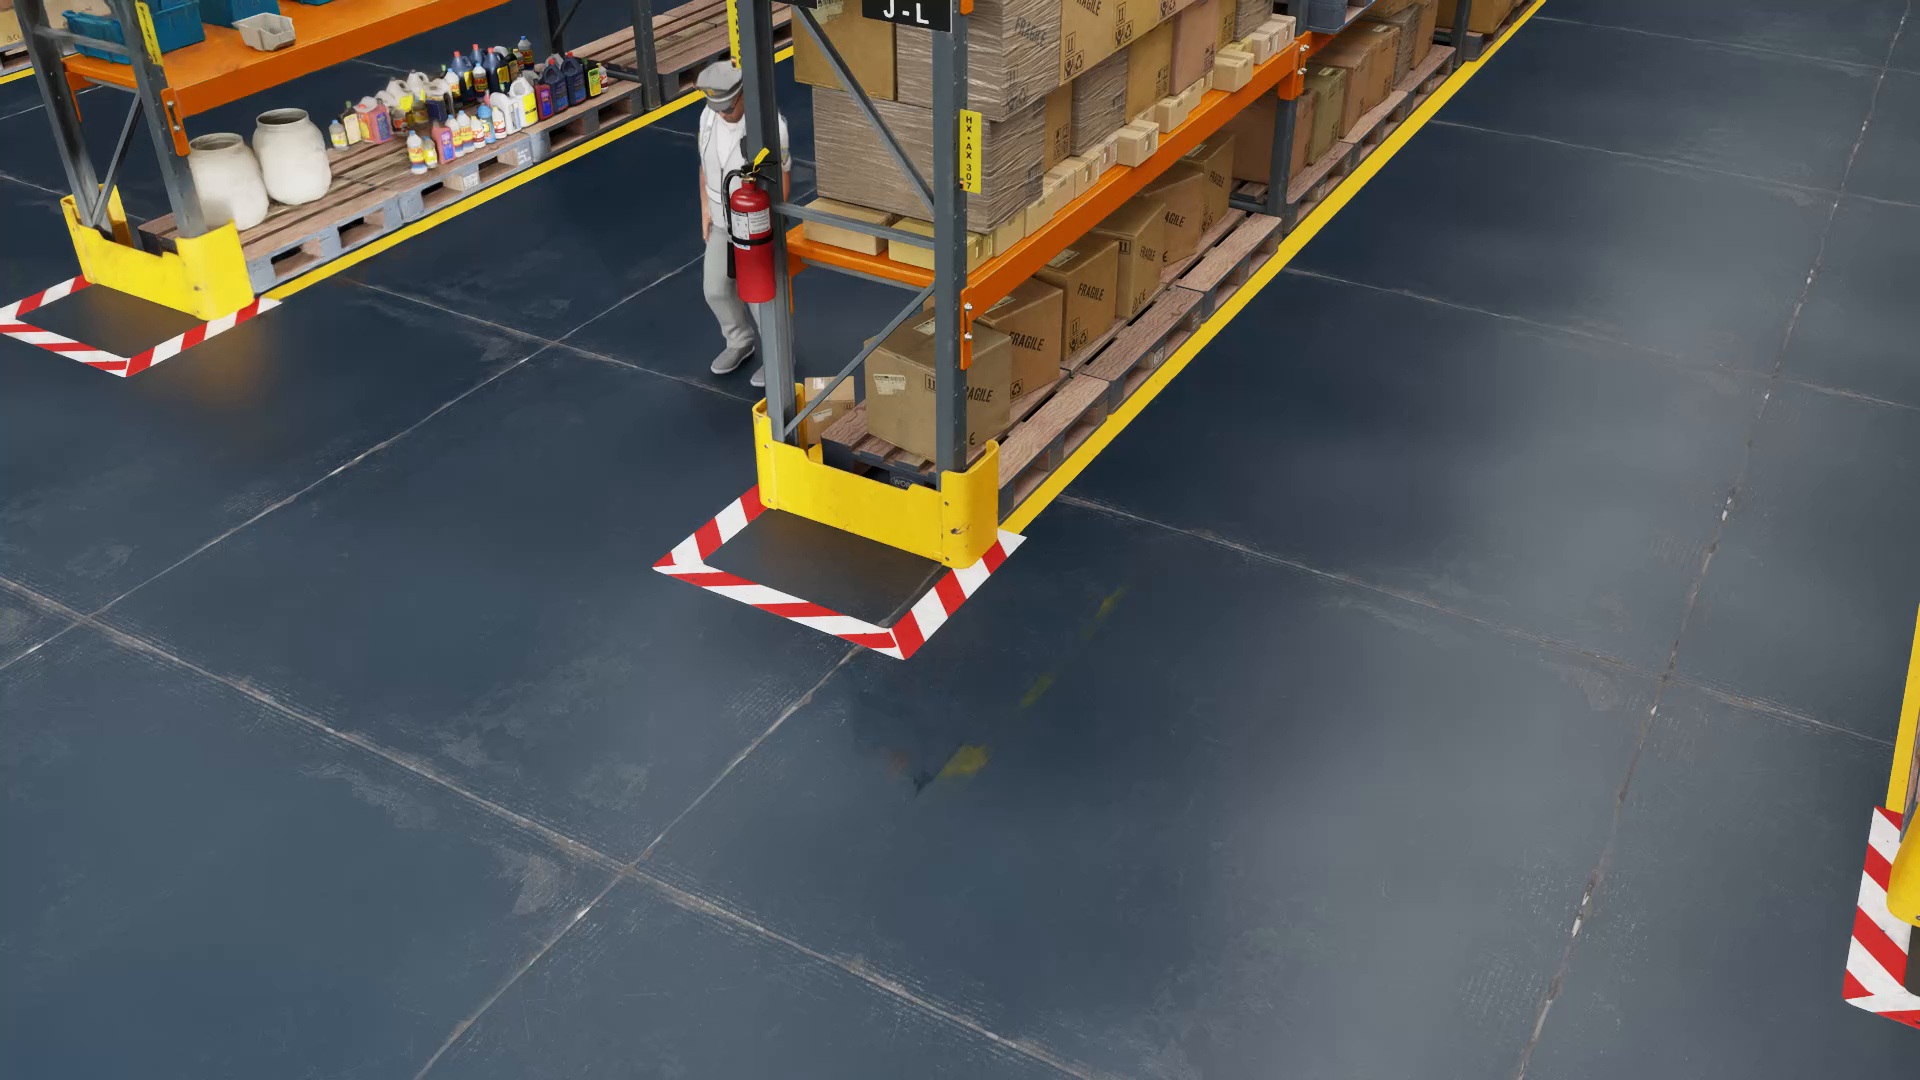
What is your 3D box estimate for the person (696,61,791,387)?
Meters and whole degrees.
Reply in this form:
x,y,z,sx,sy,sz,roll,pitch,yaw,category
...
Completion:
x,y,z,sx,sy,sz,roll,pitch,yaw,category
-1.102,-1.640,8.624,0.553,1.710,0.475,19,38,25,person
